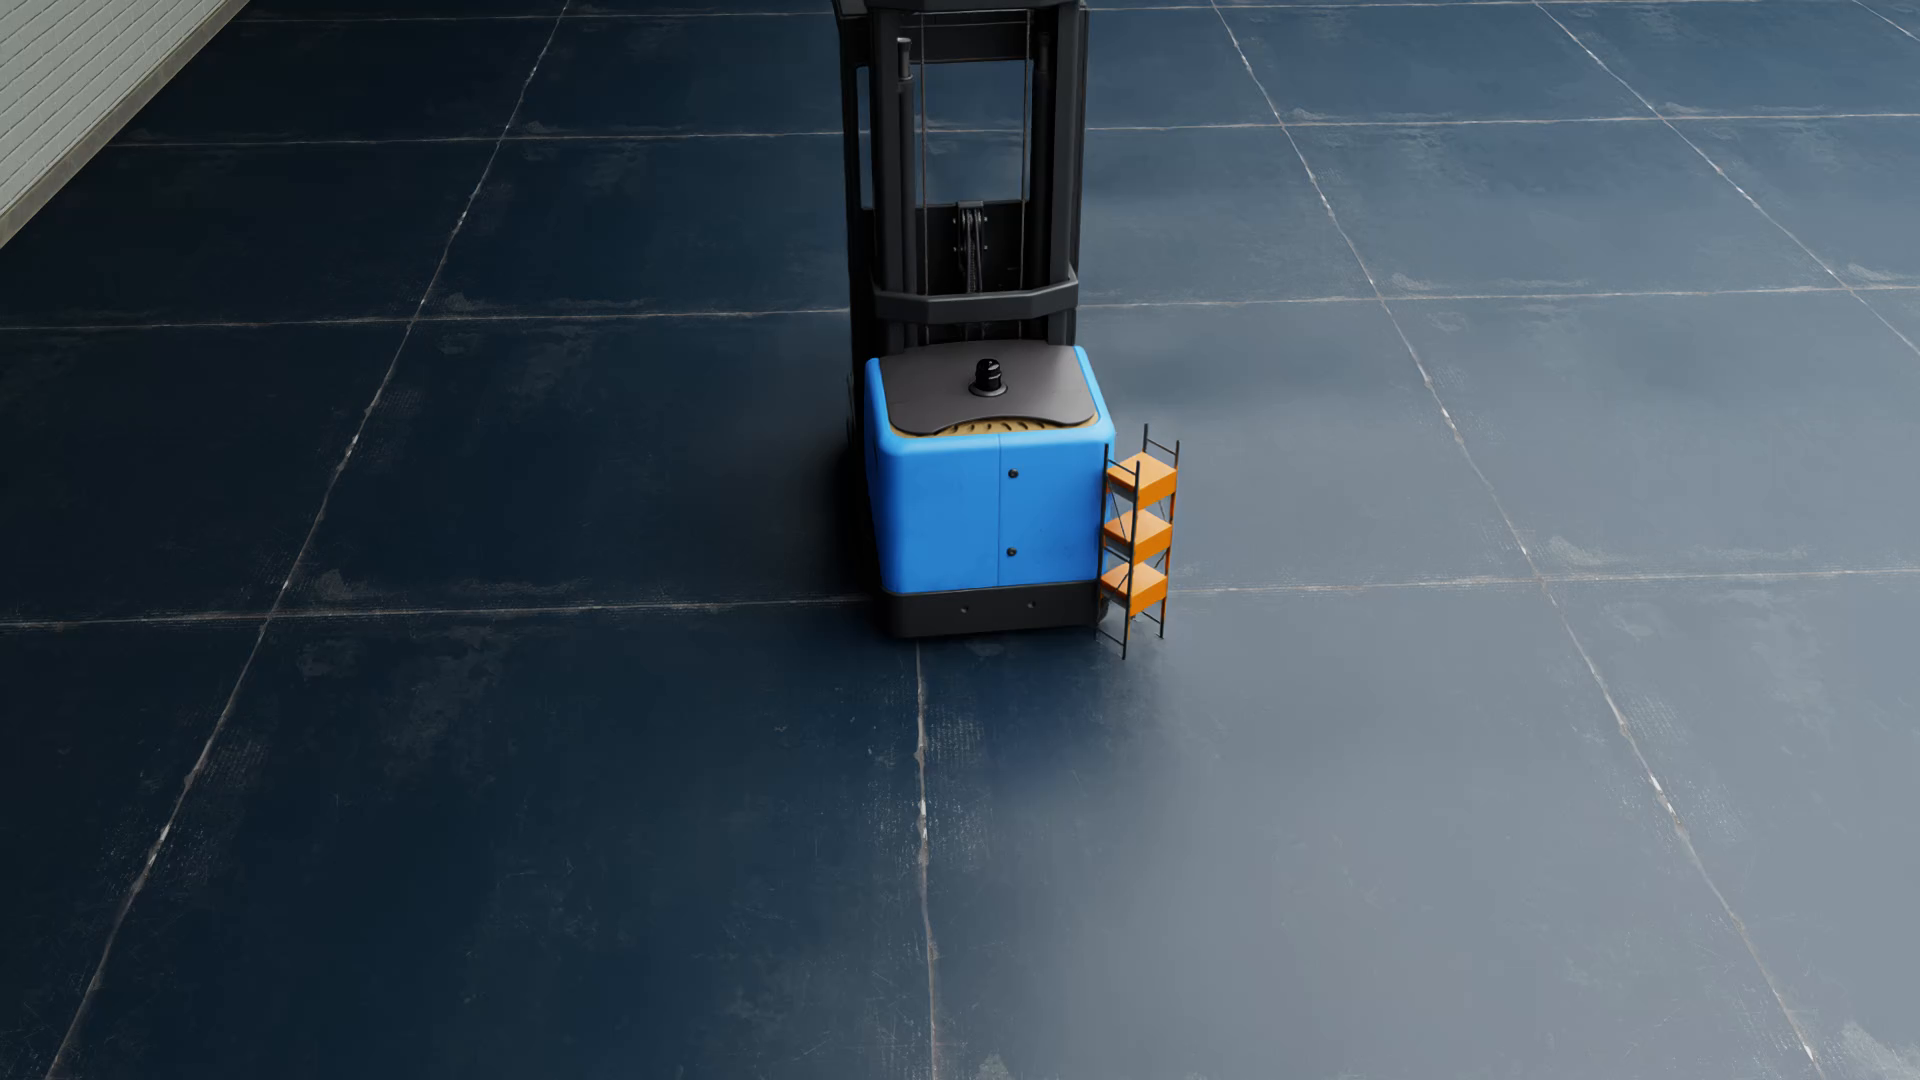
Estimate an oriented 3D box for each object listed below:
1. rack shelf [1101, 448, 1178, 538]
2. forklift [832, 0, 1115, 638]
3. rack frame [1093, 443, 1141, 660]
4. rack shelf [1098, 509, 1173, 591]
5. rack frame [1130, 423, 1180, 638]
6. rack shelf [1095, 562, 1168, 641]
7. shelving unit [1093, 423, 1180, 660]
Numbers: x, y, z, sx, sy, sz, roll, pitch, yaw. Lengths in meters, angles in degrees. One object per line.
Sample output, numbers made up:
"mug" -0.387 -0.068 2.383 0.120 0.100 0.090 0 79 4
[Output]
"rack shelf" 0.769 -0.205 7.143 0.240 0.259 0.215 -27 43 -33
"forklift" -0.013 -1.590 7.971 1.130 2.935 3.031 -4 35 -6
"rack frame" 0.678 0.066 7.232 0.008 1.050 0.200 -27 43 -33
"rack shelf" 0.769 0.029 7.305 0.240 0.259 0.215 -27 43 -33
"rack frame" 0.860 -0.026 7.365 0.008 1.050 0.200 -27 43 -33
"rack shelf" 0.769 0.257 7.463 0.240 0.259 0.215 -27 43 -33
"shelving unit" 0.769 0.020 7.299 0.252 1.050 0.215 -27 43 -33
